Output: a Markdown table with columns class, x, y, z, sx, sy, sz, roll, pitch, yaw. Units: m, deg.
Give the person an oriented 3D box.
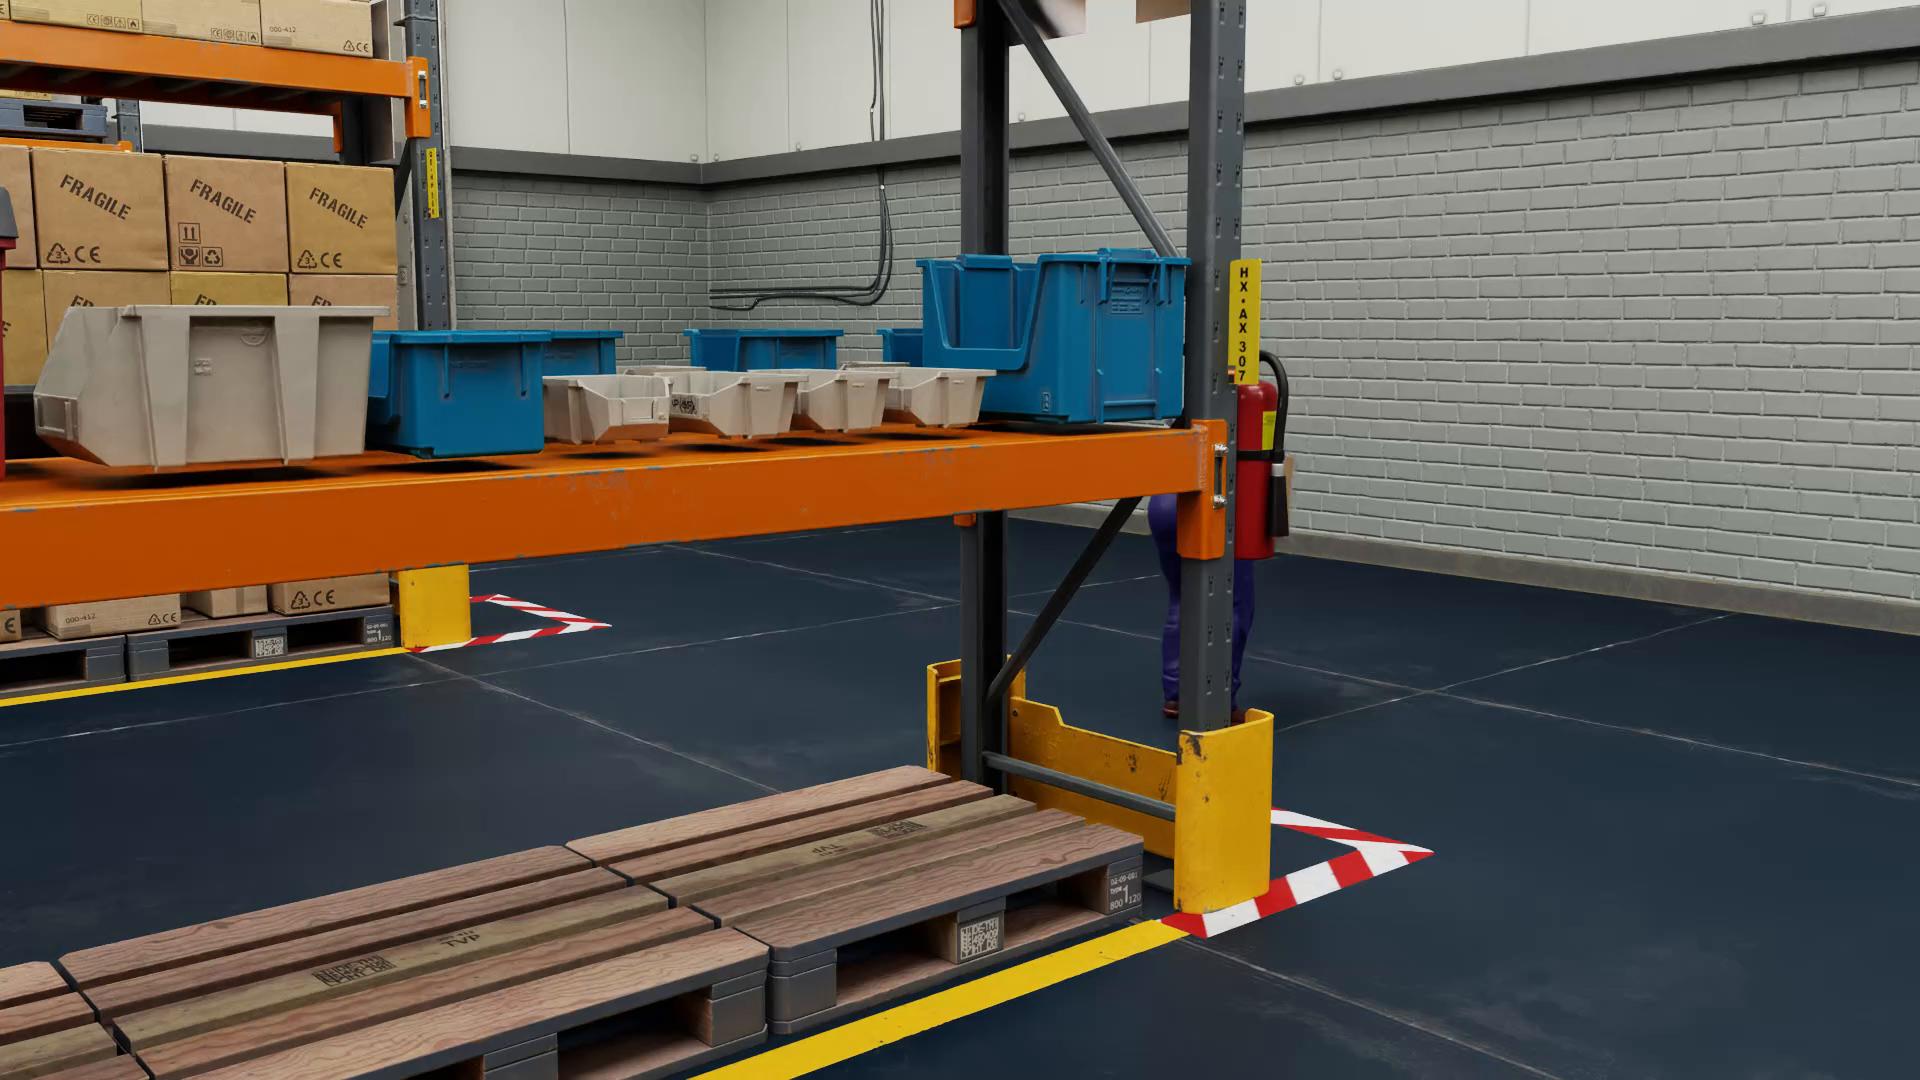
| class | x | y | z | sx | sy | sz | roll | pitch | yaw |
| --- | --- | --- | --- | --- | --- | --- | --- | --- | --- |
| person | 1.010 | -0.094 | 6.596 | 0.535 | 1.646 | 0.435 | -7 | 10 | -42 |
